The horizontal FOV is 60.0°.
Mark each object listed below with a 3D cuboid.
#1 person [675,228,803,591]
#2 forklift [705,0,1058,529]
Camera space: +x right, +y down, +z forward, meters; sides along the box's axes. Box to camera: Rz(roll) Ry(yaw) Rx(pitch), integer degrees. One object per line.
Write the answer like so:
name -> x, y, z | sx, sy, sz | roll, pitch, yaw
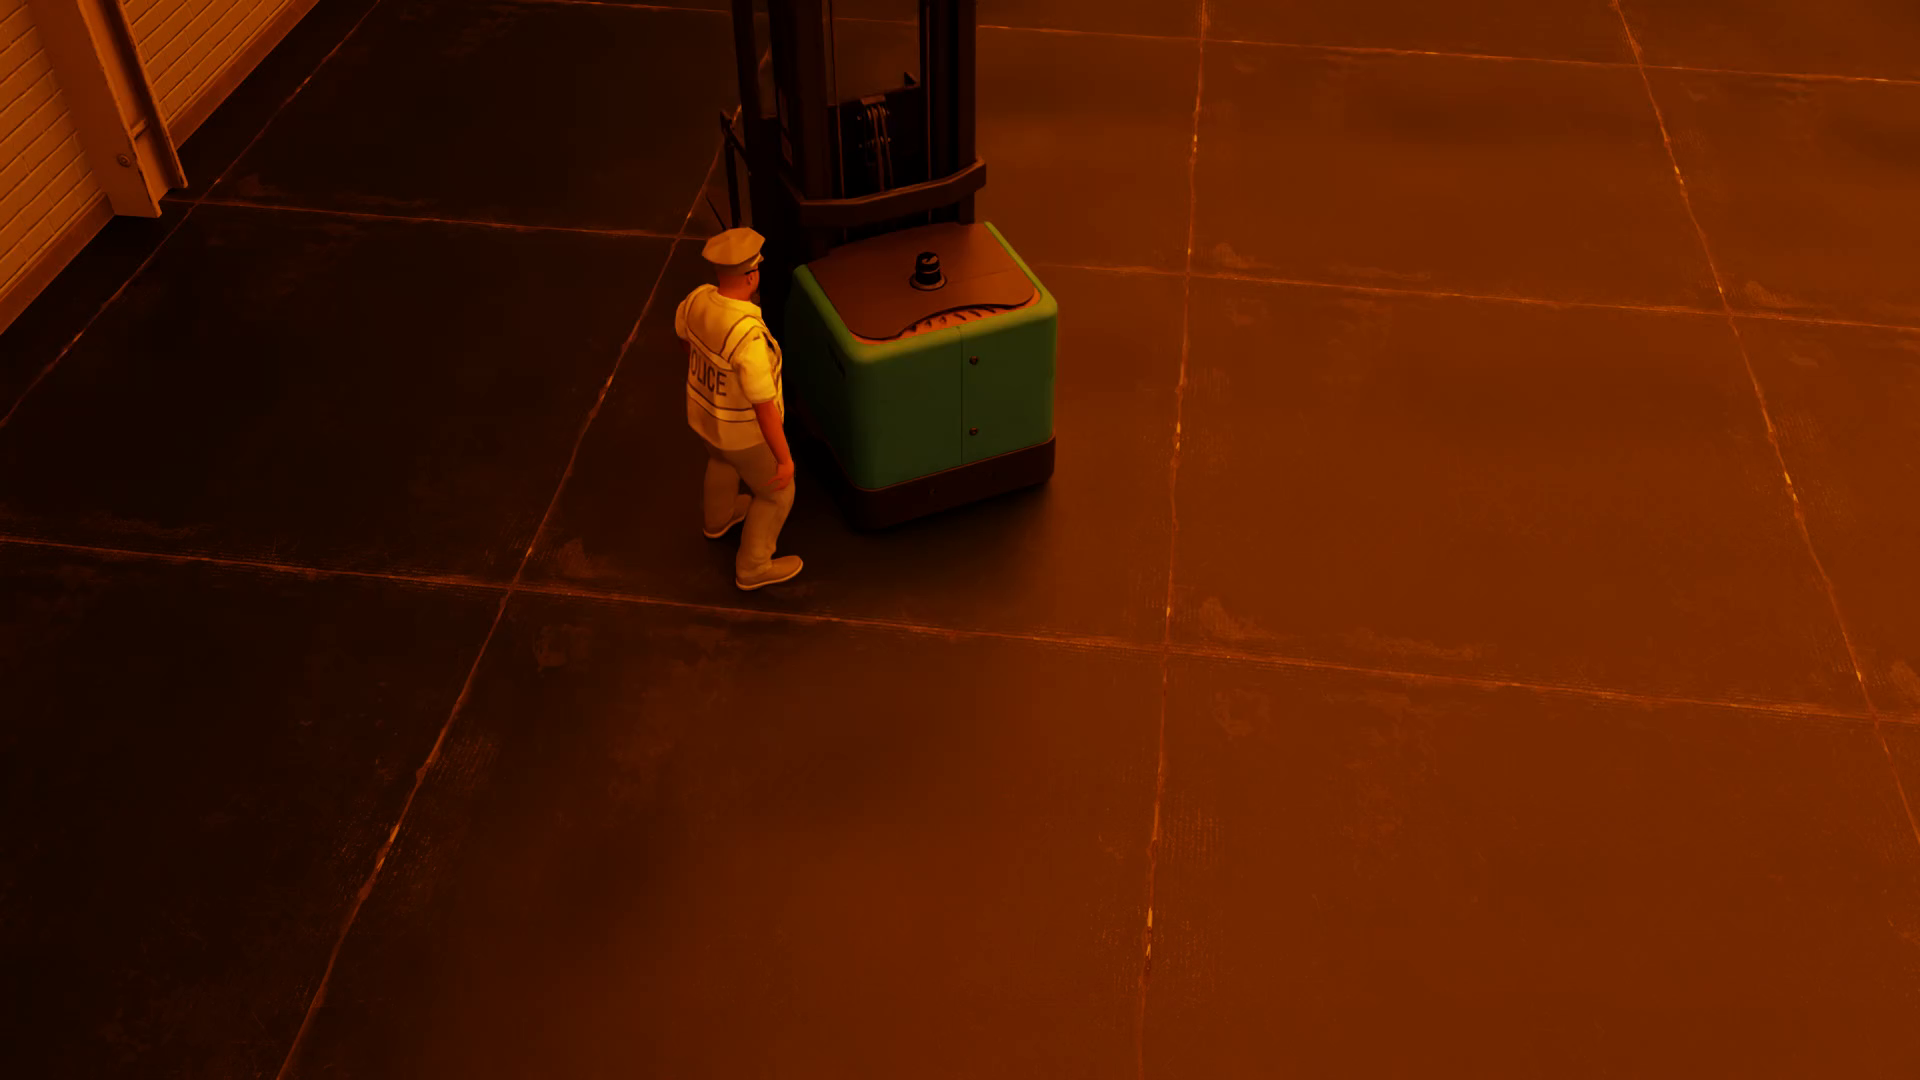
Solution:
person -> -0.948, -0.547, 7.213 | 0.440, 1.725, 0.787 | -31, 51, -29
forklift -> -0.590, -2.134, 8.047 | 1.130, 2.935, 3.031 | -16, 45, -17
